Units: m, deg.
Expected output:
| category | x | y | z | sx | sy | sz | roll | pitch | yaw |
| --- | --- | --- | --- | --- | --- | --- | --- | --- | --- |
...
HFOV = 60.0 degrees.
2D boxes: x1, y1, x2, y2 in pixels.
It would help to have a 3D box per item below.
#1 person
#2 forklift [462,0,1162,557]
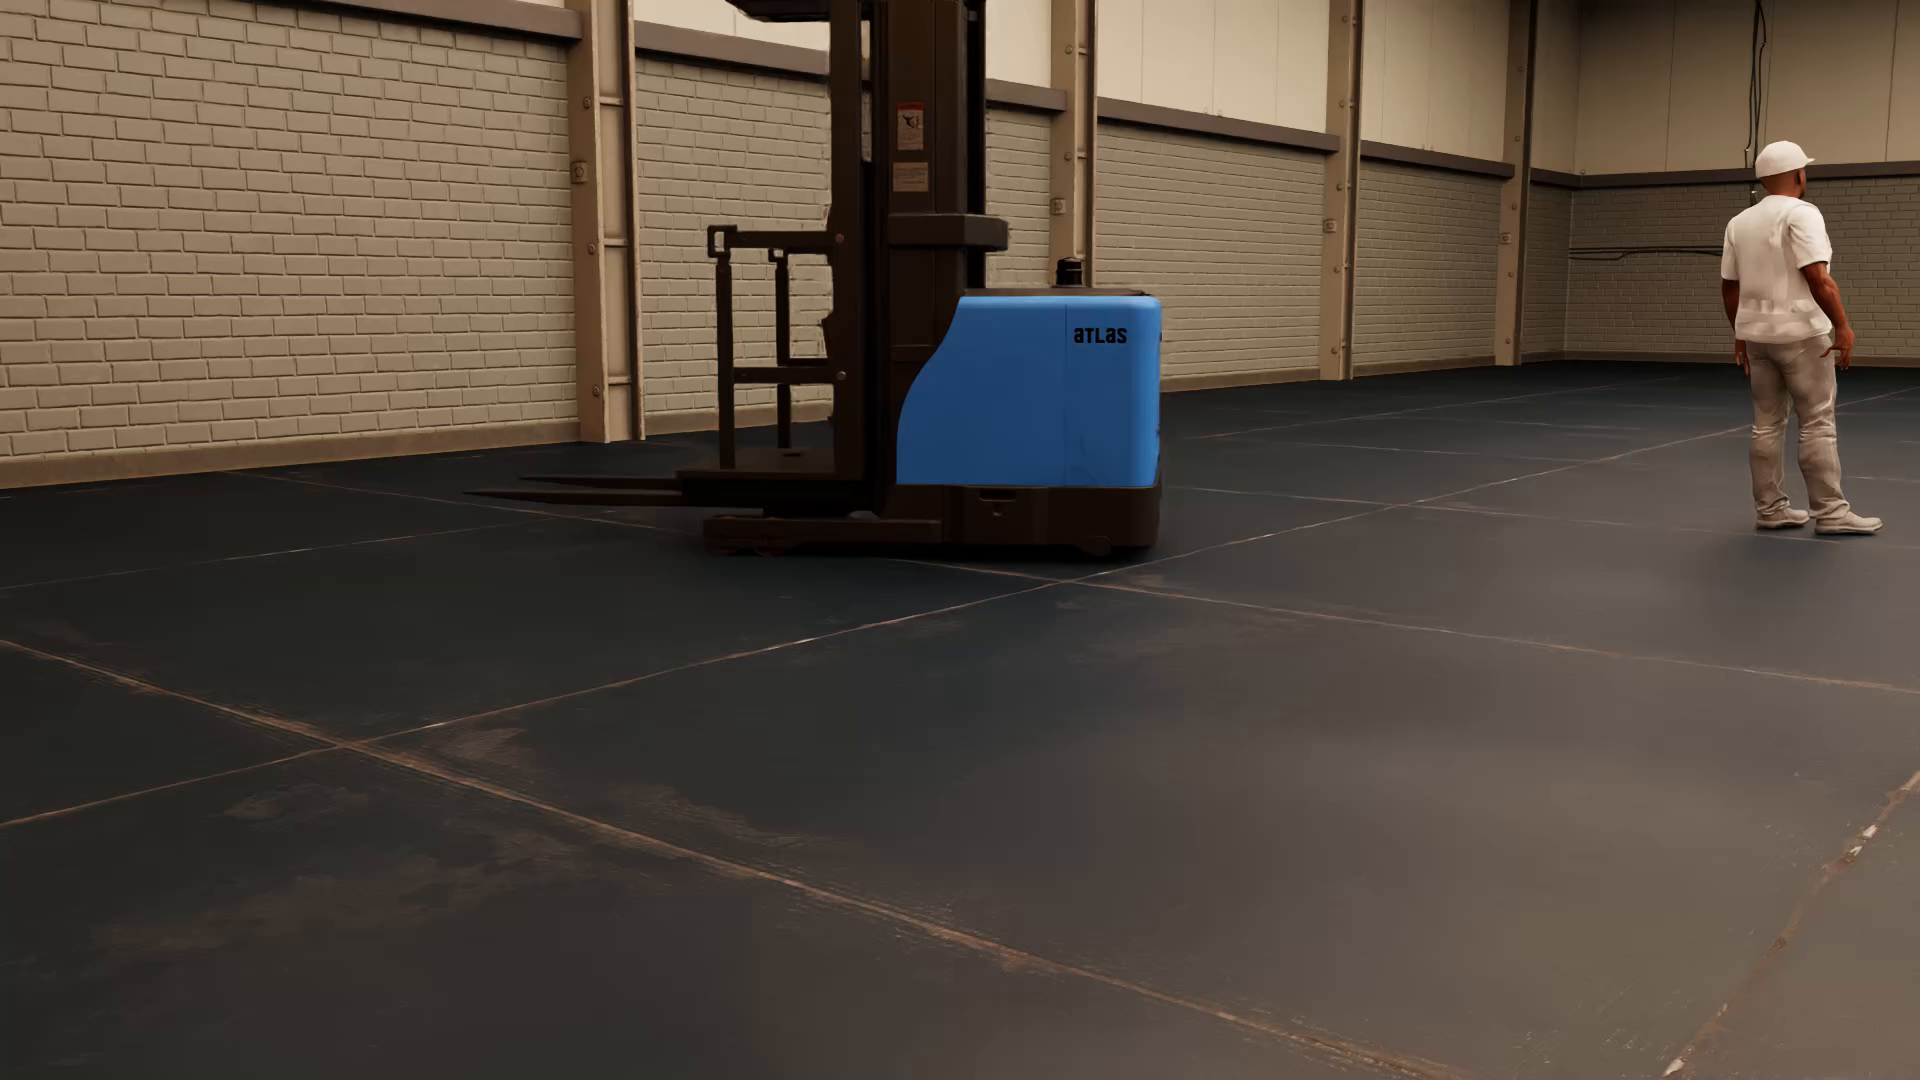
| category | x | y | z | sx | sy | sz | roll | pitch | yaw |
| --- | --- | --- | --- | --- | --- | --- | --- | --- | --- |
| person | 3.785 | -0.963 | 7.628 | 0.420 | 1.706 | 0.666 | -3 | 9 | -17 |
| forklift | -0.640 | -1.456 | 7.229 | 3.031 | 2.935 | 1.130 | 1 | 8 | 8 |
